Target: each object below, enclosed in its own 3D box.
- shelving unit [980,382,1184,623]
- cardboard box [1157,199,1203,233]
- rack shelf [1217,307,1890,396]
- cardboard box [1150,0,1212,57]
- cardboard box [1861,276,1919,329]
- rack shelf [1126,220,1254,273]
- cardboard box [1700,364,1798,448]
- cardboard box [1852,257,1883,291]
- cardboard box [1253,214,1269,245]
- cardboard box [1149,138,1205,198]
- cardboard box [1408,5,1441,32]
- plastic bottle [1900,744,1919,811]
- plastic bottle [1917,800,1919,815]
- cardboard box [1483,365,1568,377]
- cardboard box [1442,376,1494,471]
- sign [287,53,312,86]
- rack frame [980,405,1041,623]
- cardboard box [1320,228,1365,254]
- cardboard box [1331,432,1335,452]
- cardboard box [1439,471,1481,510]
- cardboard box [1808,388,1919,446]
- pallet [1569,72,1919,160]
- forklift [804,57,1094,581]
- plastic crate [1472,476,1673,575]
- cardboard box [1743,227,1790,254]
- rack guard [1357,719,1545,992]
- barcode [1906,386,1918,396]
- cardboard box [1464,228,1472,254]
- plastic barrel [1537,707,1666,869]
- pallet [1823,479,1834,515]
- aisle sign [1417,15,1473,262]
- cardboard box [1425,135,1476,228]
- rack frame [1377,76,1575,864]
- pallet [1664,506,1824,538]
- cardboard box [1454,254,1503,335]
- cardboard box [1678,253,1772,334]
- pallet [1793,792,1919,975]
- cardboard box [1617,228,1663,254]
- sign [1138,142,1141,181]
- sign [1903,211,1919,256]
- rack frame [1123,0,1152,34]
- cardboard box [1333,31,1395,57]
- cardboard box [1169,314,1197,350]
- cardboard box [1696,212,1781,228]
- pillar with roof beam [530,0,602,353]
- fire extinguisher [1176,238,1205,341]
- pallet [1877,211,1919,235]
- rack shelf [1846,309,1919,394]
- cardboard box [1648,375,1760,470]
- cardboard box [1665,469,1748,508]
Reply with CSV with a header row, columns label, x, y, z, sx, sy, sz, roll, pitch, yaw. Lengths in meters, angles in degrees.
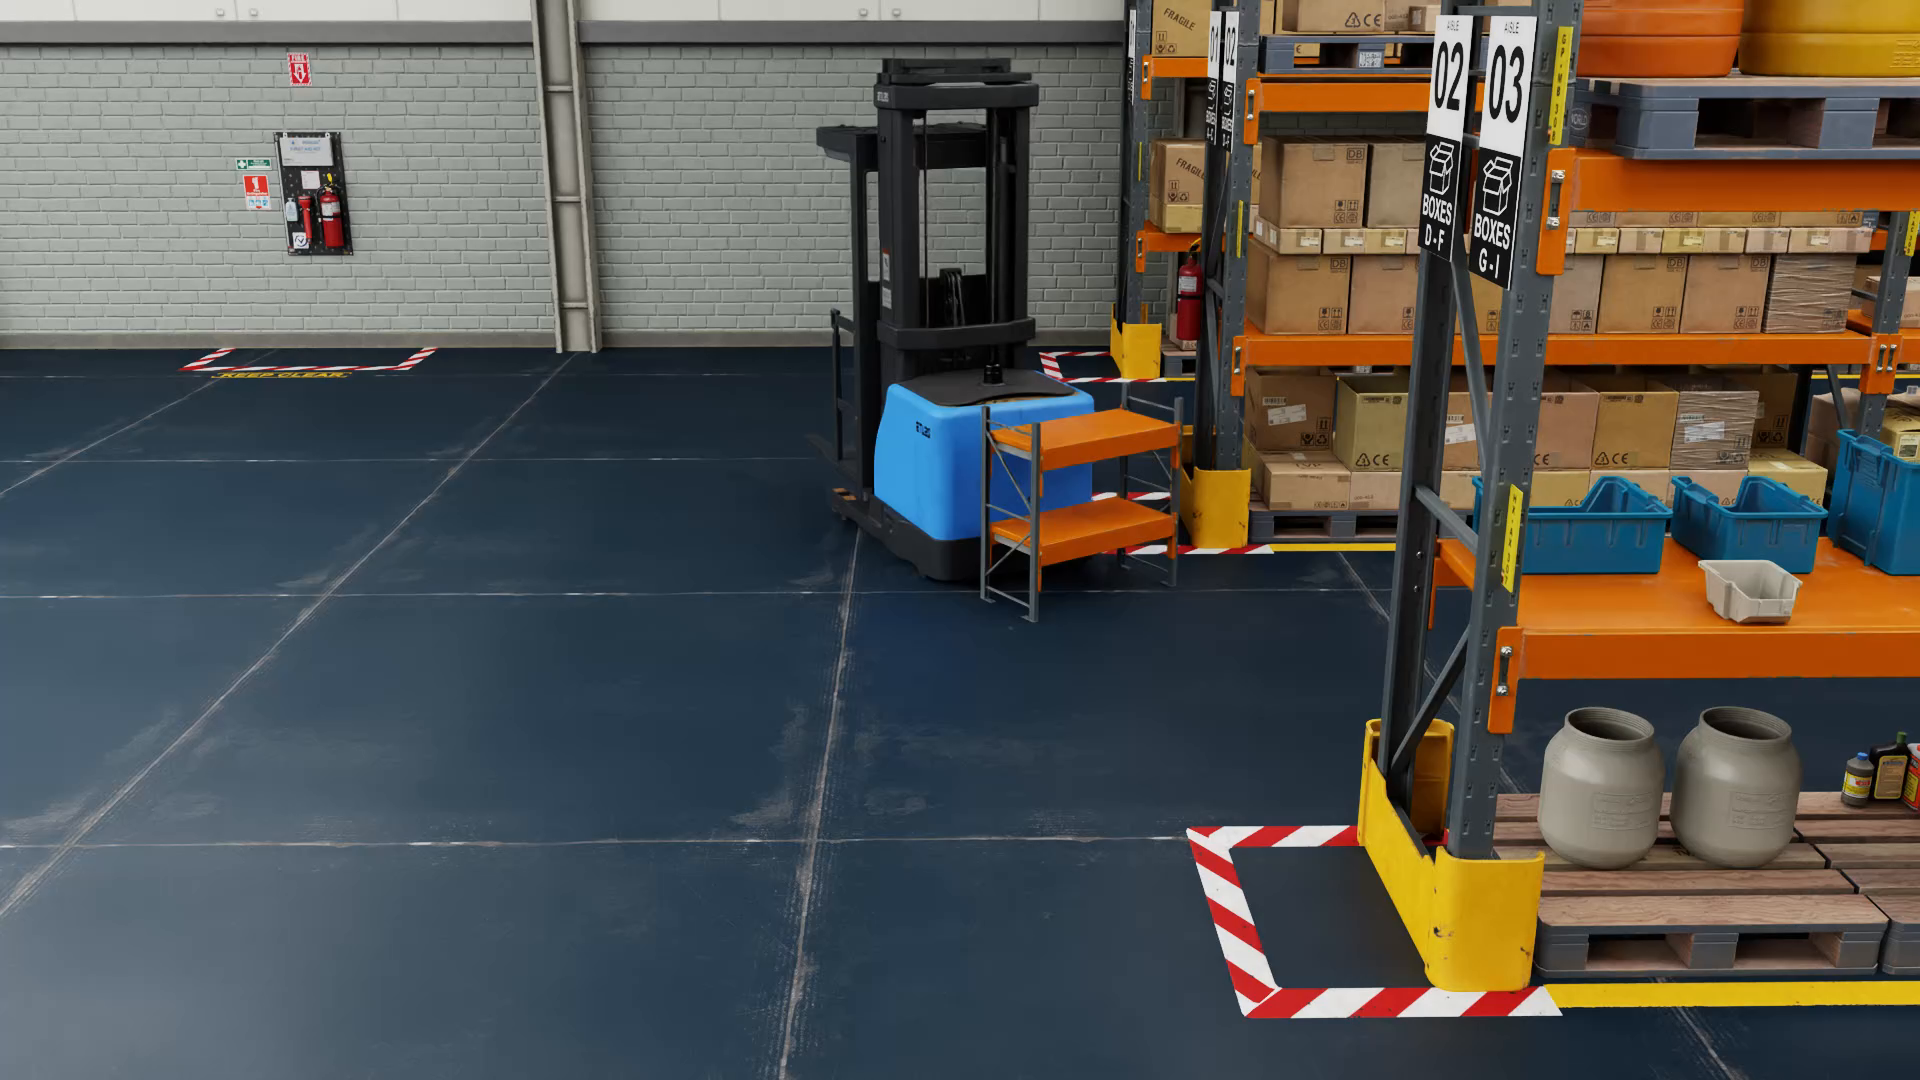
label,x,y,z,sx,sy,sz,roll,pitch,yaw
shelving unit,0.689,-0.233,9.434,1.048,1.125,0.538,-12,21,-33
cardboard box,2.057,-2.910,14.922,0.500,0.250,0.500,-1,18,-2
rack shelf,3.646,-1.221,10.621,4.000,0.370,1.077,0,18,-1
cardboard box,1.902,-4.478,14.488,0.500,0.500,0.500,0,18,1
cardboard box,6.137,-1.518,10.613,0.500,0.250,0.500,1,18,3
rack shelf,3.564,-2.734,15.337,4.000,0.370,1.077,0,18,-1
cardboard box,5.177,-0.914,11.074,0.500,0.500,0.500,0,18,-1
cardboard box,8.273,-2.479,15.508,0.500,0.250,0.500,0,18,0
cardboard box,2.025,-1.970,10.554,0.250,0.149,0.380,-1,18,-2
cardboard box,2.032,-3.429,15.312,0.500,0.500,0.500,0,18,-1
cardboard box,2.825,-3.081,9.826,0.250,0.149,0.380,0,18,-1
plastic bottle,3.802,0.911,6.537,0.135,0.276,0.152,0,18,0
plastic bottle,3.804,0.940,6.434,0.133,0.283,0.061,0,18,-1
cardboard box,3.677,-0.906,11.049,0.500,0.500,0.500,0,18,-1
cardboard box,3.185,-0.746,10.548,0.500,0.500,0.500,0,18,-1
sign,-6.230,-4.439,15.681,0.199,0.298,0.001,0,18,-1
rack frame,0.274,-0.144,9.155,0.032,1.125,0.500,-12,21,-33
cardboard box,2.306,-1.849,10.174,0.250,0.149,0.380,-1,18,-2
cardboard box,2.677,-0.544,11.145,0.500,0.250,0.500,0,18,-1
cardboard box,3.185,-0.385,10.651,0.500,0.250,0.500,0,18,-1
cardboard box,6.046,-0.820,11.090,0.500,0.311,0.500,0,18,-1
pallet,2.549,-1.354,5.255,1.213,0.211,1.003,0,18,-1
forklift,-0.243,-1.571,10.646,1.130,2.935,3.031,-7,19,-22
plastic crate,2.216,-0.064,6.080,0.616,0.251,0.499,0,18,-1
cardboard box,4.868,-1.860,10.211,0.250,0.149,0.380,-1,18,-2
rack guard,1.796,1.134,6.193,0.348,0.500,1.175,0,18,-1
barcode,5.907,-0.924,10.317,0.075,0.075,0.001,0,18,-1
cardboard box,3.074,-1.852,10.185,0.250,0.149,0.380,-1,18,-3
plastic barrel,2.377,0.917,6.164,0.421,0.512,0.421,0,18,0
pallet,6.381,-0.261,11.015,1.213,0.211,1.003,0,18,-1
aisle sign,1.644,-1.369,5.650,0.004,0.787,0.394,0,18,-1
cardboard box,3.196,-2.225,10.285,0.500,0.500,0.700,0,18,-1
rack frame,1.720,-0.041,5.765,0.127,3.000,1.000,0,18,-1
pallet,4.850,-0.254,10.995,1.213,0.211,1.003,0,18,-1
cardboard box,3.134,-1.605,10.475,0.500,0.500,0.700,0,18,0
cardboard box,4.675,-1.612,10.499,0.500,0.500,0.700,0,18,-1
pallet,3.825,1.265,6.260,1.213,0.211,1.003,0,18,-1
cardboard box,4.107,-1.857,10.201,0.250,0.149,0.380,0,18,1
sign,1.573,-3.313,14.549,0.005,0.325,0.100,0,18,-1
sign,5.656,-1.854,9.868,0.005,0.325,0.100,0,18,-1
rack frame,1.564,-5.924,14.281,0.127,3.000,1.000,0,18,-1
cardboard box,3.494,-4.482,14.502,0.500,0.500,0.500,1,18,3
cardboard box,2.257,-1.972,15.466,0.500,0.311,0.500,-2,18,-7
cardboard box,4.697,-2.232,10.306,0.500,0.500,0.700,0,18,-1
pillar with roof beam,-3.681,-4.847,10.926,0.400,9.000,9.100,0,18,-1
fire extinguisher,1.520,-1.658,10.933,0.183,0.674,0.296,0,18,-1
pallet,8.852,-2.978,15.235,1.003,0.211,1.213,0,18,-1
rack shelf,7.645,-1.240,10.681,4.000,0.370,1.077,0,18,-1
cardboard box,4.685,-0.753,10.571,0.500,0.500,0.500,0,18,-1
cardboard box,4.685,-0.396,10.684,0.500,0.250,0.500,0,18,-1
